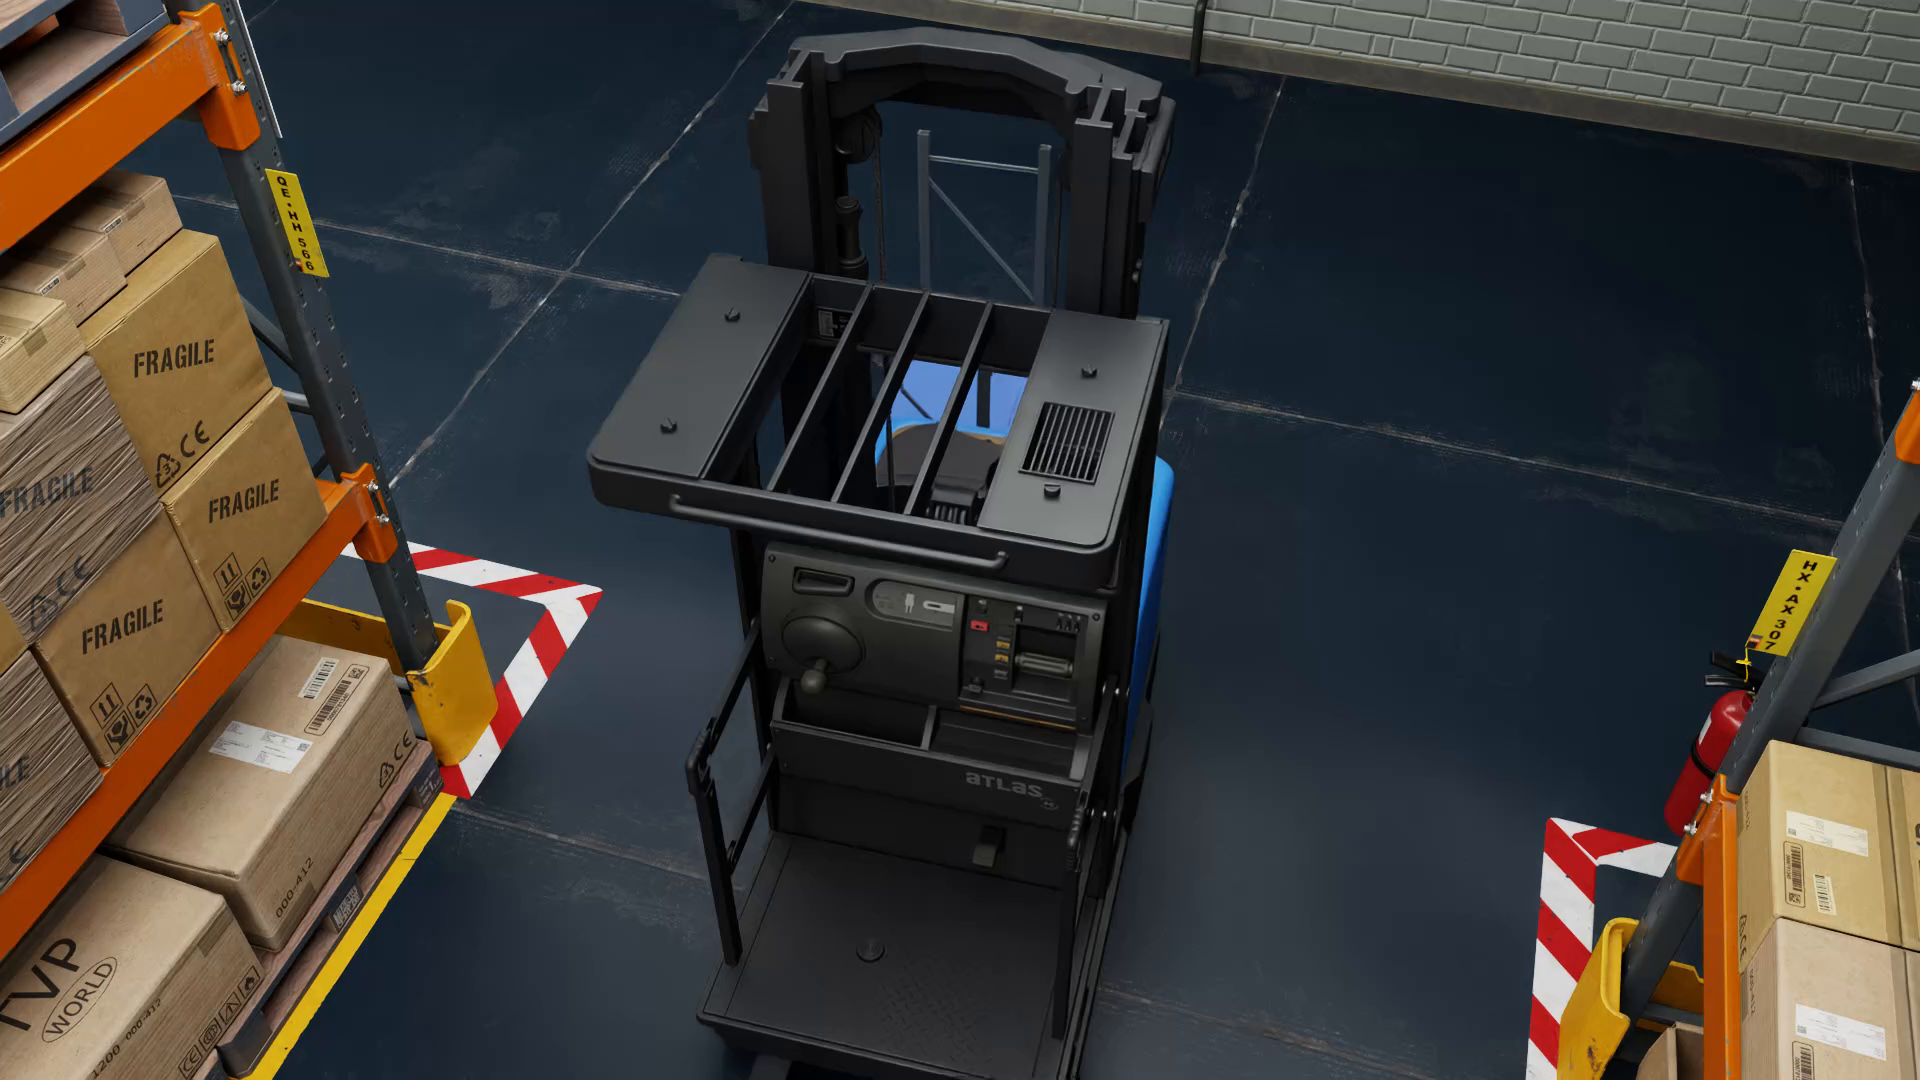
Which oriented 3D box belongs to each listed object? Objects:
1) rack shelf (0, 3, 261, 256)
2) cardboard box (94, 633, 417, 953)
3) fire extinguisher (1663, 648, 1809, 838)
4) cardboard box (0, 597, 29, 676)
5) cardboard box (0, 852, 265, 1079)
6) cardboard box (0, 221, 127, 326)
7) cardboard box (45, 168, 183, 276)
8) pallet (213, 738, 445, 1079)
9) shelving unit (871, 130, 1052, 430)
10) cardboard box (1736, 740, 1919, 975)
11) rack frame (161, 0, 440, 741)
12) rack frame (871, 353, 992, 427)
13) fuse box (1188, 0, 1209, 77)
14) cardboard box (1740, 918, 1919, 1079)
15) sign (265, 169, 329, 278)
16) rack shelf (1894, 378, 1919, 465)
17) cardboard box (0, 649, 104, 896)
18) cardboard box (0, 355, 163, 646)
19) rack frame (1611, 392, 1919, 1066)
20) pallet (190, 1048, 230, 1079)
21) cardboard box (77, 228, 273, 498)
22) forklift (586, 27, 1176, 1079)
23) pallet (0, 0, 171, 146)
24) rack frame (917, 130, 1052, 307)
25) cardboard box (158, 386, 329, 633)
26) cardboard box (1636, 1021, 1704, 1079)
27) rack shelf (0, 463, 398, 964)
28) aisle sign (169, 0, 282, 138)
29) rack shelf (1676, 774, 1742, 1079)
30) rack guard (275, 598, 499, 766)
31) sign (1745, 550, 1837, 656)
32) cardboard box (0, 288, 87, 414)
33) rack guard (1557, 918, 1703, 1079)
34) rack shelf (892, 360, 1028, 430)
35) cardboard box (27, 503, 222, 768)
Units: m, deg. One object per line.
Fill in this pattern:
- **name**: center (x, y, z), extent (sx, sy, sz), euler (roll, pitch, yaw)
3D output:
- **rack shelf**: center (-2.904, 0.043, 2.931), extent (1.077, 0.370, 4.000), euler (13, 46, 13)
- **cardboard box**: center (-2.403, 0.751, 5.369), extent (0.875, 0.438, 0.875), euler (11, 45, 11)
- **fire extinguisher**: center (2.037, 0.538, 4.377), extent (0.296, 0.674, 0.183), euler (13, 46, 13)
- **cardboard box**: center (-2.501, 0.187, 3.628), extent (0.500, 0.500, 0.500), euler (12, 46, 12)
- **cardboard box**: center (-2.672, 1.363, 4.744), extent (0.875, 0.438, 0.875), euler (14, 46, 14)
- **cardboard box**: center (-2.270, -0.645, 4.014), extent (0.380, 0.149, 0.250), euler (13, 46, 13)
- **cardboard box**: center (-2.216, -0.819, 4.192), extent (0.380, 0.149, 0.250), euler (13, 46, 13)
- **pallet**: center (-2.466, 1.071, 5.505), extent (1.003, 0.211, 1.213), euler (13, 46, 13)
- **shelving unit**: center (-0.026, -0.589, 6.279), extent (0.538, 1.500, 1.048), euler (9, 45, 9)
- **cardboard box**: center (2.039, 0.766, 3.717), extent (0.500, 0.250, 0.500), euler (13, 46, 13)
- **rack frame**: center (-2.298, -0.476, 5.091), extent (1.000, 3.000, 0.127), euler (13, 46, 13)
- **rack frame**: center (-0.140, -0.242, 5.925), extent (0.500, 1.500, 0.032), euler (9, 45, 9)
- **fuse box**: center (1.345, -3.236, 8.834), extent (0.539, 1.711, 0.414), euler (13, 46, 13)
- **cardboard box**: center (1.887, 1.102, 3.374), extent (0.500, 0.250, 0.500), euler (13, 46, 13)
- **sign**: center (-1.785, -0.850, 4.477), extent (0.100, 0.325, 0.005), euler (13, 46, 13)
- **rack shelf**: center (1.828, 1.091, 1.860), extent (1.077, 0.370, 4.000), euler (13, 46, 13)
- **cardboard box**: center (-2.505, 0.543, 3.979), extent (0.500, 0.500, 0.500), euler (14, 46, 14)
- **cardboard box**: center (-2.348, -0.142, 3.964), extent (0.500, 0.500, 0.500), euler (13, 46, 13)
- **rack frame**: center (2.433, 0.573, 4.019), extent (1.000, 3.000, 0.127), euler (13, 46, 13)
- **pallet**: center (-2.837, 1.881, 4.677), extent (1.003, 0.211, 1.213), euler (13, 46, 12)
- **cardboard box**: center (-2.217, -0.497, 4.327), extent (0.500, 0.500, 0.500), euler (14, 46, 14)
- **forklift**: center (-0.131, 0.360, 4.287), extent (1.130, 2.935, 3.031), euler (10, 45, 10)
- **pallet**: center (-2.513, -1.019, 3.566), extent (1.003, 0.211, 1.213), euler (13, 46, 13)
- **rack frame**: center (0.089, -0.935, 6.633), extent (0.500, 1.500, 0.032), euler (9, 45, 9)
- **cardboard box**: center (-2.192, -0.134, 4.670), extent (0.500, 0.500, 0.500), euler (13, 46, 13)
- **cardboard box**: center (2.158, 1.703, 4.350), extent (0.797, 0.503, 0.637), euler (11, 45, 11)
- **rack shelf**: center (-2.904, 1.115, 3.981), extent (1.077, 0.370, 4.000), euler (13, 46, 13)
- **aisle sign**: center (-1.981, -1.387, 4.164), extent (0.394, 0.787, 0.004), euler (13, 46, 13)
- **rack shelf**: center (1.828, 2.164, 2.909), extent (1.077, 0.370, 4.000), euler (13, 46, 13)
- **rack guard**: center (-2.291, 0.402, 5.982), extent (1.175, 0.500, 0.348), euler (13, 46, 13)
- **sign**: center (1.916, 0.149, 3.834), extent (0.100, 0.325, 0.005), euler (13, 46, 13)
- **cardboard box**: center (-2.268, -0.455, 3.820), extent (0.380, 0.149, 0.250), euler (12, 46, 12)
- **rack guard**: center (2.410, 1.517, 4.842), extent (1.175, 0.500, 0.348), euler (13, 46, 13)
- **rack shelf**: center (-0.026, -0.460, 6.405), extent (0.538, 0.185, 1.000), euler (9, 45, 9)
- **cardboard box**: center (-2.359, 0.198, 4.332), extent (0.500, 0.500, 0.500), euler (12, 46, 12)
